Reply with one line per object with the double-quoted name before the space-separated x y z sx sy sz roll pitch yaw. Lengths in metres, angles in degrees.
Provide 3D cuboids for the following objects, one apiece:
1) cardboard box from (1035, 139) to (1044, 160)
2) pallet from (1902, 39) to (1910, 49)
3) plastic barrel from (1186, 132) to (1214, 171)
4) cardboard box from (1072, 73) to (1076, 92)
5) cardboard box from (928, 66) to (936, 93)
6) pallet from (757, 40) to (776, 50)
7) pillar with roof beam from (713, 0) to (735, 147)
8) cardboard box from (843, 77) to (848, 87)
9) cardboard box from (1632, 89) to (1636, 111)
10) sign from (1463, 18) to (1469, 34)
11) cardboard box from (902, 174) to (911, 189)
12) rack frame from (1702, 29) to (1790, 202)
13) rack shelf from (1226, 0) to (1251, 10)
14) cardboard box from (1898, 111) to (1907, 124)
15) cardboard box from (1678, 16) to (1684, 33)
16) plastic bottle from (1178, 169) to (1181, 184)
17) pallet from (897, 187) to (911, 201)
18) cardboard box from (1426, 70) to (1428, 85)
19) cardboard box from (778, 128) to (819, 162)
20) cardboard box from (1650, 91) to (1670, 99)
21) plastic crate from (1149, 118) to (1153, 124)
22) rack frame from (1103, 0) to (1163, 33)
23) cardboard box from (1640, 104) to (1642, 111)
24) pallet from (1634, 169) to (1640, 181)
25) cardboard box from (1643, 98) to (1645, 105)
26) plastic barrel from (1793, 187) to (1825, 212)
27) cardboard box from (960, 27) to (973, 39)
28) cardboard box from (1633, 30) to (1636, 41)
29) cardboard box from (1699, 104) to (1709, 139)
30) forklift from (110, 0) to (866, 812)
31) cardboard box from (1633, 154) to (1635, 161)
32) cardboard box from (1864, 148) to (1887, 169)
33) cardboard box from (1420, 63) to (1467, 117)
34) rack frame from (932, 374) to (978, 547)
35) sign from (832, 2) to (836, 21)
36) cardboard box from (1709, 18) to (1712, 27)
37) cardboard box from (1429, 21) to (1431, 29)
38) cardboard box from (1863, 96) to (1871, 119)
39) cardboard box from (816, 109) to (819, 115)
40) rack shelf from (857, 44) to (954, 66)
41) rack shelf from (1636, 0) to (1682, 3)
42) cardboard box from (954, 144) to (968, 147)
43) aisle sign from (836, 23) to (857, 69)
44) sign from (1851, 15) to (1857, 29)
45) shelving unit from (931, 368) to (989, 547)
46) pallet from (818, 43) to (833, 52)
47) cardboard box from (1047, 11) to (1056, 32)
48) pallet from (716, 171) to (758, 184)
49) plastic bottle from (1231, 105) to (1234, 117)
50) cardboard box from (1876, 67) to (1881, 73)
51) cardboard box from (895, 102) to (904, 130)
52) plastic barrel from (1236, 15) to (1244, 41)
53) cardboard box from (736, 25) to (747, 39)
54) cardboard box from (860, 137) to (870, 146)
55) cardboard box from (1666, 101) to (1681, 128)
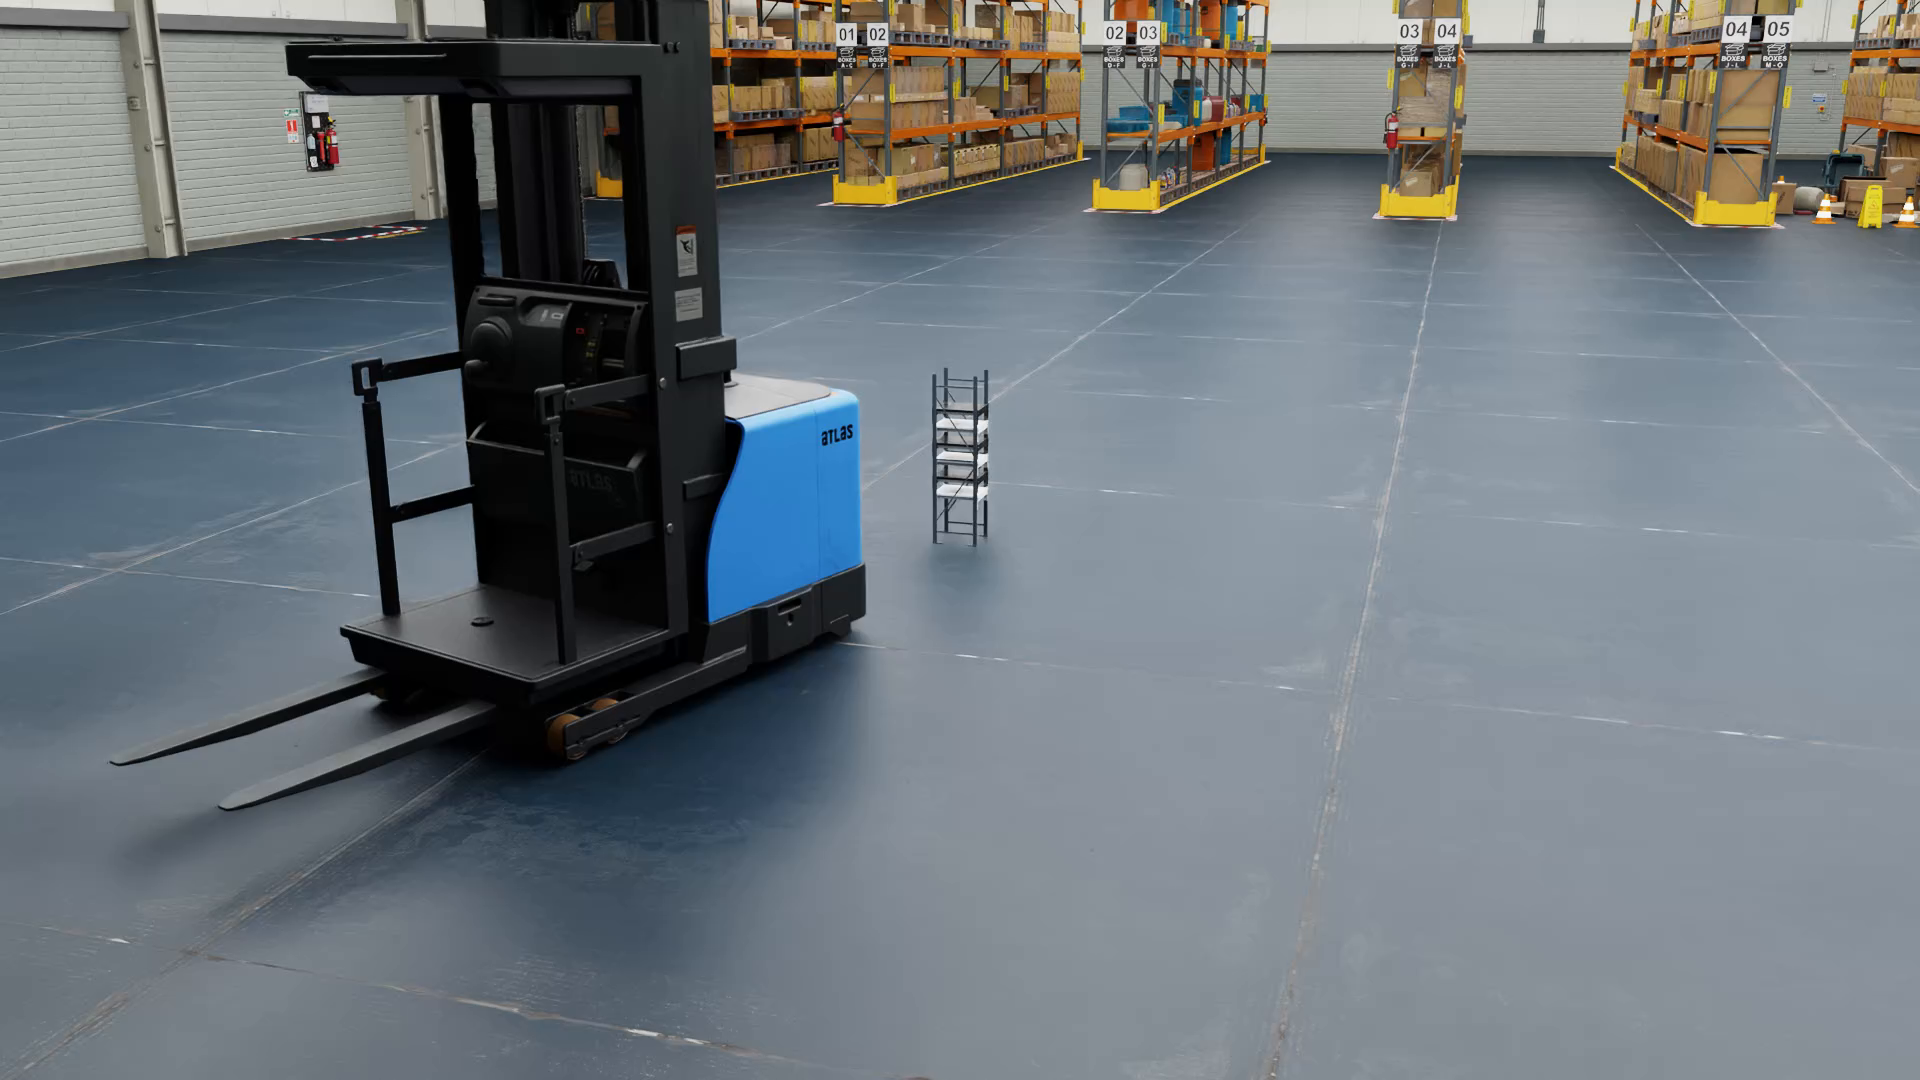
"cardboard box" 1.784 -9.724 41.390 0.500 0.500 0.500 5 16 16
"pallet" 20.435 -10.436 34.978 0.805 0.209 1.217 4 16 14
"plastic barrel" 5.384 -8.722 37.290 0.600 0.830 0.708 5 16 16
"cardboard box" 2.781 -12.172 44.230 0.500 0.500 0.500 5 17 17
"cardboard box" -0.886 -9.196 33.195 0.700 0.500 0.500 5 16 16
"pallet" -4.805 -10.934 36.728 1.213 0.211 1.003 5 16 16
"pillar with roof beam" -1.309 -12.482 36.345 9.100 9.000 0.400 5 16 16
"cardboard box" -3.143 -11.536 41.864 0.500 0.250 0.500 5 17 17
"cardboard box" 16.031 -10.291 38.887 0.500 0.500 0.500 5 16 16
"sign" 10.529 -10.700 34.611 0.100 0.325 0.005 5 16 16
"cardboard box" -1.256 -6.860 31.787 0.500 0.250 0.500 5 16 16
"rack frame" 12.463 -6.546 26.412 1.000 3.000 0.127 5 16 16
"rack shelf" 5.829 -12.305 37.774 1.077 0.370 4.000 5 16 16
"cardboard box" 19.812 -8.763 34.503 0.500 0.250 0.500 4 16 15
"cardboard box" 14.032 -9.852 31.780 0.500 0.311 0.500 4 16 15
"plastic bottle" 4.304 -7.141 32.682 0.061 0.283 0.133 5 17 19
"pallet" -1.583 -6.588 31.671 1.003 0.211 1.213 5 16 16
"cardboard box" 7.937 -8.055 29.169 0.500 0.500 0.500 5 16 16
"cardboard box" -3.903 -9.553 40.182 0.750 0.750 0.750 4 16 15
"cardboard box" 14.436 -9.171 34.265 0.380 0.149 0.250 4 16 14
"plastic crate" 3.468 -7.953 31.759 0.450 0.188 0.662 5 16 16
"rack frame" 2.988 -10.228 28.397 1.000 3.000 0.127 5 16 16
"cardboard box" 14.954 -9.358 36.014 0.380 0.149 0.250 4 16 15
"pallet" 15.653 -8.141 37.143 1.003 0.211 1.213 5 16 16
"cardboard box" 14.805 -9.366 35.498 0.380 0.149 0.250 5 17 17
"plastic barrel" 14.748 -5.938 28.988 0.421 0.421 0.512 -10 19 -32
"cardboard box" -0.022 -10.842 35.564 0.500 0.250 0.500 3 16 11
"cardboard box" 16.633 -12.246 40.370 0.500 0.250 0.500 5 17 17
"cardboard box" 12.660 -6.865 27.260 0.875 0.550 0.550 5 16 16
"forklift" -1.664 -0.760 6.138 1.130 2.935 3.031 11 19 33
"cardboard box" 15.658 -8.767 38.150 0.380 0.149 0.250 5 17 17
"cardboard box" 21.183 -8.688 37.889 0.875 0.438 0.875 4 16 14
"cardboard box" 9.233 -8.692 32.107 1.000 1.000 1.000 5 17 16
"rack frame" -0.027 -0.408 8.620 0.240 0.900 0.006 5 16 16
"sign" -2.277 -9.603 30.215 0.100 0.325 0.005 5 16 16
"cardboard box" 12.522 -8.498 27.305 0.380 0.149 0.250 4 16 15
"cardboard box" 7.913 -8.879 28.682 0.380 0.149 0.250 5 17 17
"cardboard box" 20.804 -9.785 37.649 0.500 0.500 0.500 4 16 15
"cardboard box" -3.667 -10.432 40.535 0.380 0.149 0.250 5 17 17
"rack shelf" -1.192 -9.347 32.107 1.077 0.370 4.000 5 16 16
"rack shelf" 16.442 -12.748 38.606 1.077 0.370 4.000 5 16 16
"cardboard box" -0.059 -8.716 37.304 0.500 0.311 0.500 4 16 14
"aisle sign" -2.061 -8.983 30.238 0.394 0.787 0.004 5 16 16
"sign" 21.254 -12.321 39.528 0.100 0.325 0.005 5 16 16
"shelving unit" 0.002 -0.435 8.714 0.258 0.900 0.210 5 16 16
"pallet" -3.791 -12.020 40.561 1.003 0.211 1.213 5 17 18
"cardboard box" 2.029 -13.088 41.964 0.700 0.500 0.500 5 16 16
"pallet" -5.154 -8.019 36.713 1.003 0.211 1.213 5 16 16
"plastic bottle" 6.349 -10.066 39.047 0.152 0.276 0.135 5 16 16
"cardboard box" 20.781 -10.536 37.273 0.380 0.149 0.250 4 16 15
"cardboard box" -1.471 -8.034 31.473 0.700 0.500 0.500 5 17 17
"plastic barrel" 6.333 -11.962 38.895 0.600 0.588 0.600 0 16 0
"cardboard box" -4.967 -11.056 36.210 0.500 0.311 0.500 5 17 18
"cardboard box" -2.790 -10.436 43.938 0.700 0.500 0.500 5 17 17
"cardboard box" 13.921 -8.196 32.044 0.500 0.500 0.500 4 16 15
